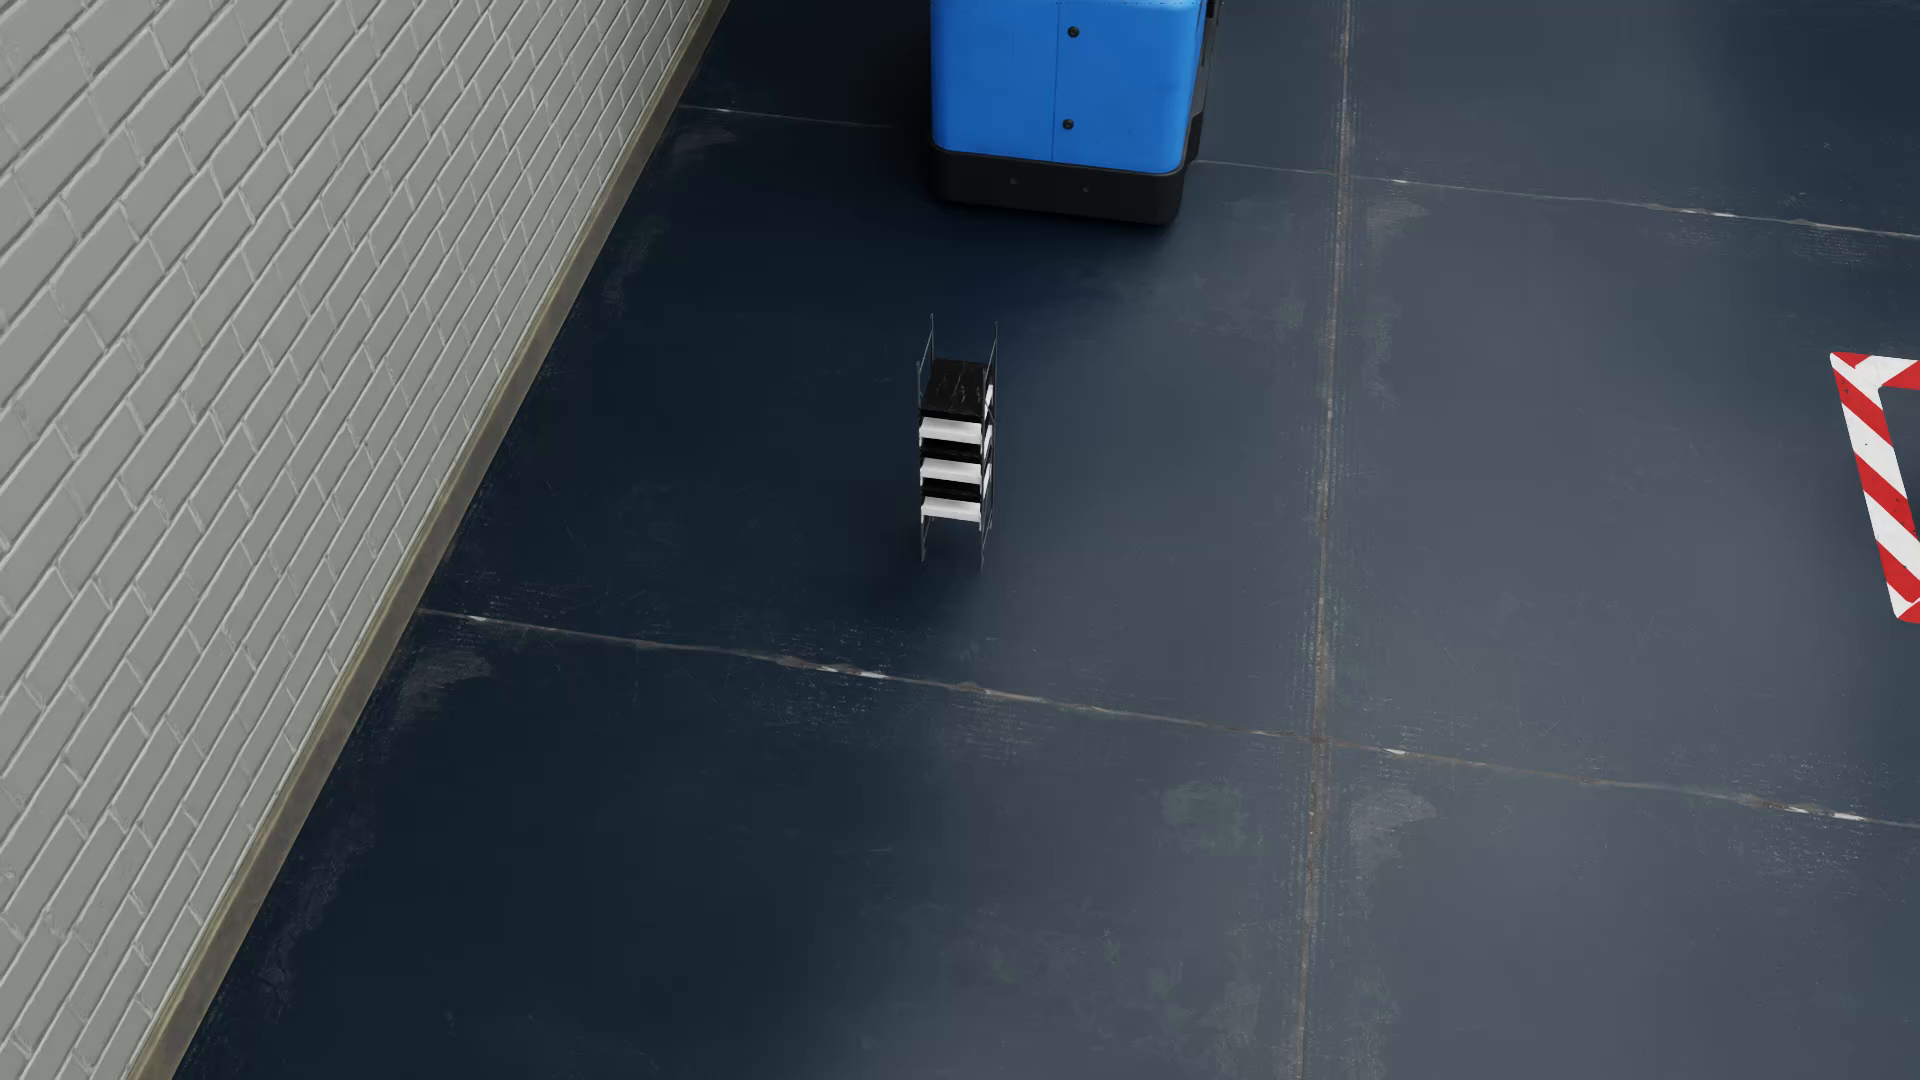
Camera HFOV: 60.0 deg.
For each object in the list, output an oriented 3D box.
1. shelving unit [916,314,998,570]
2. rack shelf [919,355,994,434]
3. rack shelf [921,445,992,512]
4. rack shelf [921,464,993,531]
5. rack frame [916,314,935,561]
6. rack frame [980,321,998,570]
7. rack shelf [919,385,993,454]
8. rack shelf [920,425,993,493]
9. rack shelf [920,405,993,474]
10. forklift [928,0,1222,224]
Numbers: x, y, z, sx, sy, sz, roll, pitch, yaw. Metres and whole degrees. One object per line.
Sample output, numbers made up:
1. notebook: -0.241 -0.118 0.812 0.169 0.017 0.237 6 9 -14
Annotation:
1. shelving unit: -0.008 -0.302 5.416 0.210 0.900 0.258 8 49 7
2. rack shelf: -0.008 -0.460 5.240 0.200 0.077 0.258 8 49 7
3. rack shelf: -0.008 -0.219 5.508 0.200 0.077 0.258 8 49 7
4. rack shelf: -0.008 -0.159 5.575 0.200 0.077 0.258 8 49 7
5. rack frame: -0.108 -0.315 5.428 0.006 0.900 0.240 8 49 7
6. rack frame: 0.092 -0.288 5.404 0.006 0.900 0.240 8 49 7
7. rack shelf: -0.008 -0.400 5.307 0.200 0.077 0.258 8 49 7
8. rack shelf: -0.008 -0.280 5.441 0.200 0.077 0.258 8 49 7
9. rack shelf: -0.008 -0.340 5.374 0.200 0.077 0.258 8 49 7
10. forklift: 0.653 -3.391 6.826 1.130 2.935 3.031 8 49 7
